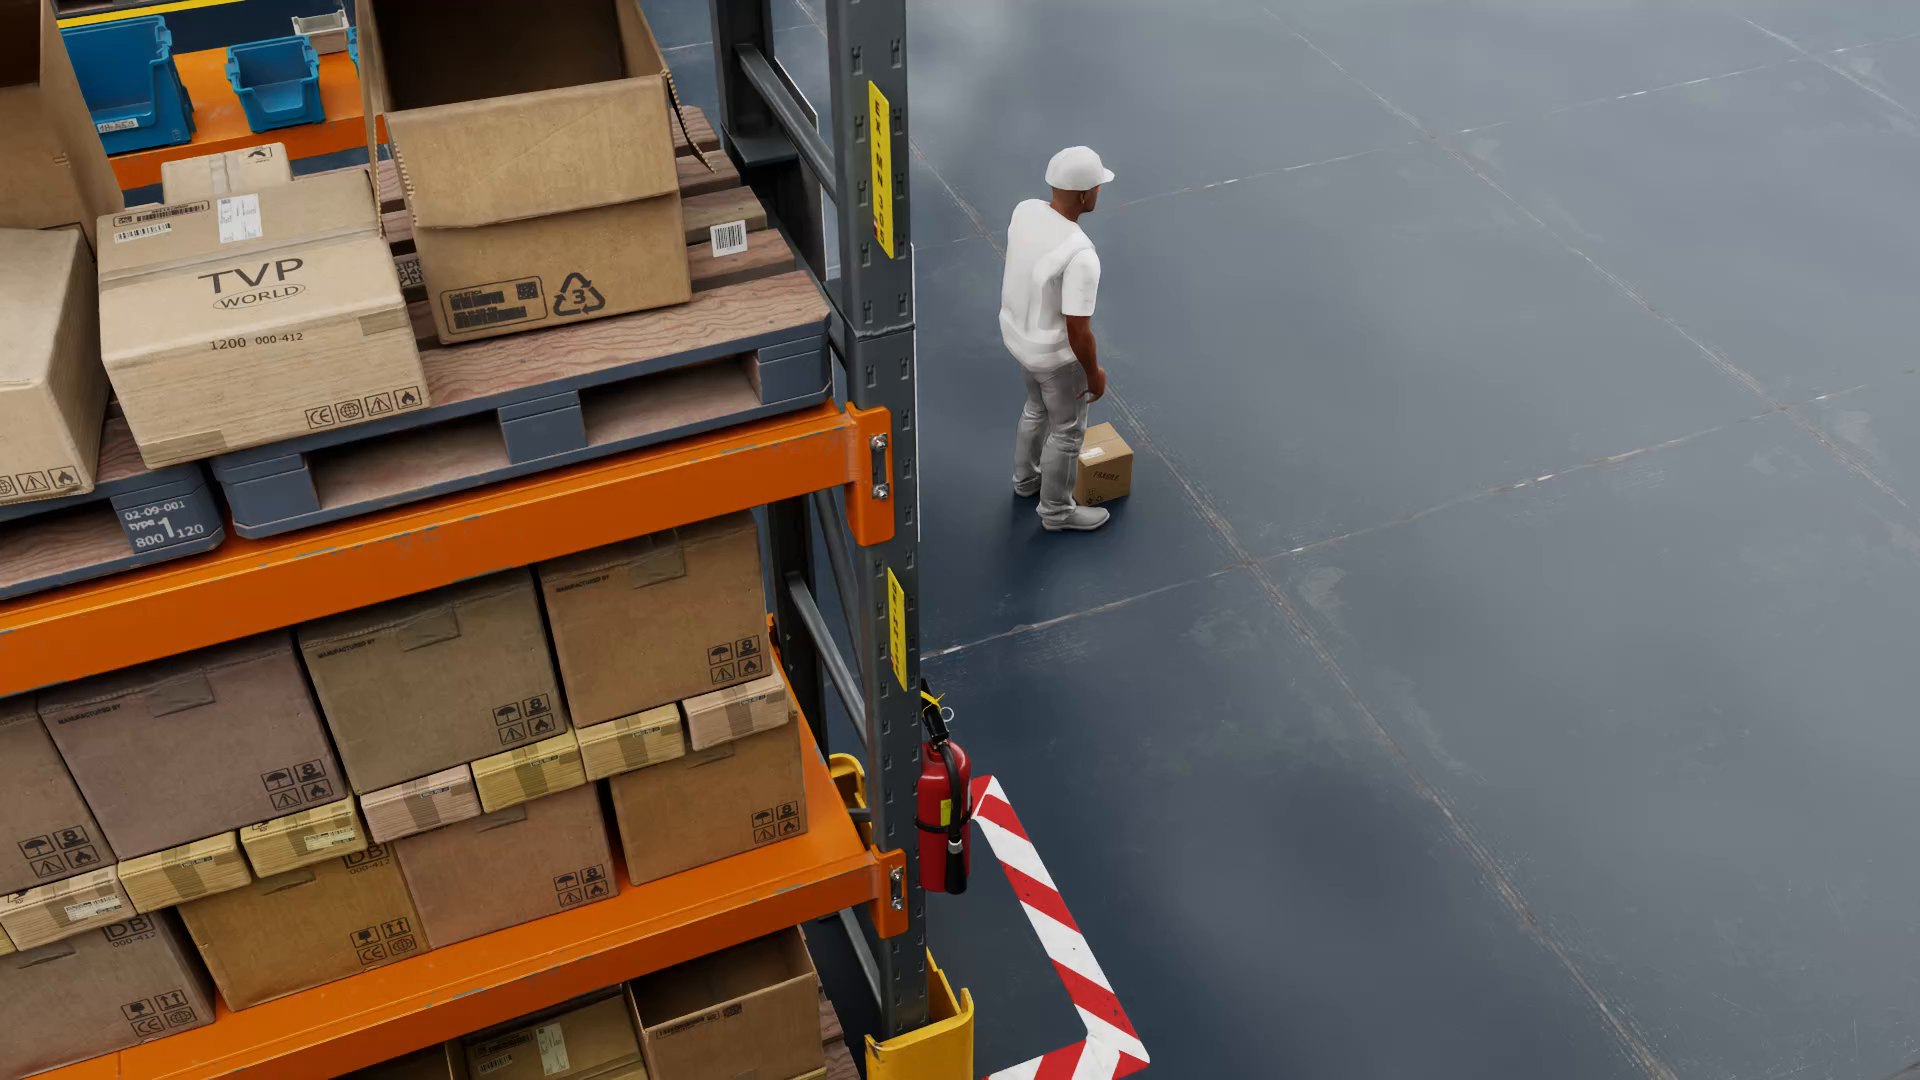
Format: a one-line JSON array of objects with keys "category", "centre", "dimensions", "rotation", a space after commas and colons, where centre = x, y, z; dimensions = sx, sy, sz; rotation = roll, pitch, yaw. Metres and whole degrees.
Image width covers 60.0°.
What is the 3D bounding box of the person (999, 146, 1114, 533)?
[{"category": "person", "centre": [0.415, -0.855, 7.111], "dimensions": [0.454, 1.761, 0.636], "rotation": [-17, 44, -19]}]
